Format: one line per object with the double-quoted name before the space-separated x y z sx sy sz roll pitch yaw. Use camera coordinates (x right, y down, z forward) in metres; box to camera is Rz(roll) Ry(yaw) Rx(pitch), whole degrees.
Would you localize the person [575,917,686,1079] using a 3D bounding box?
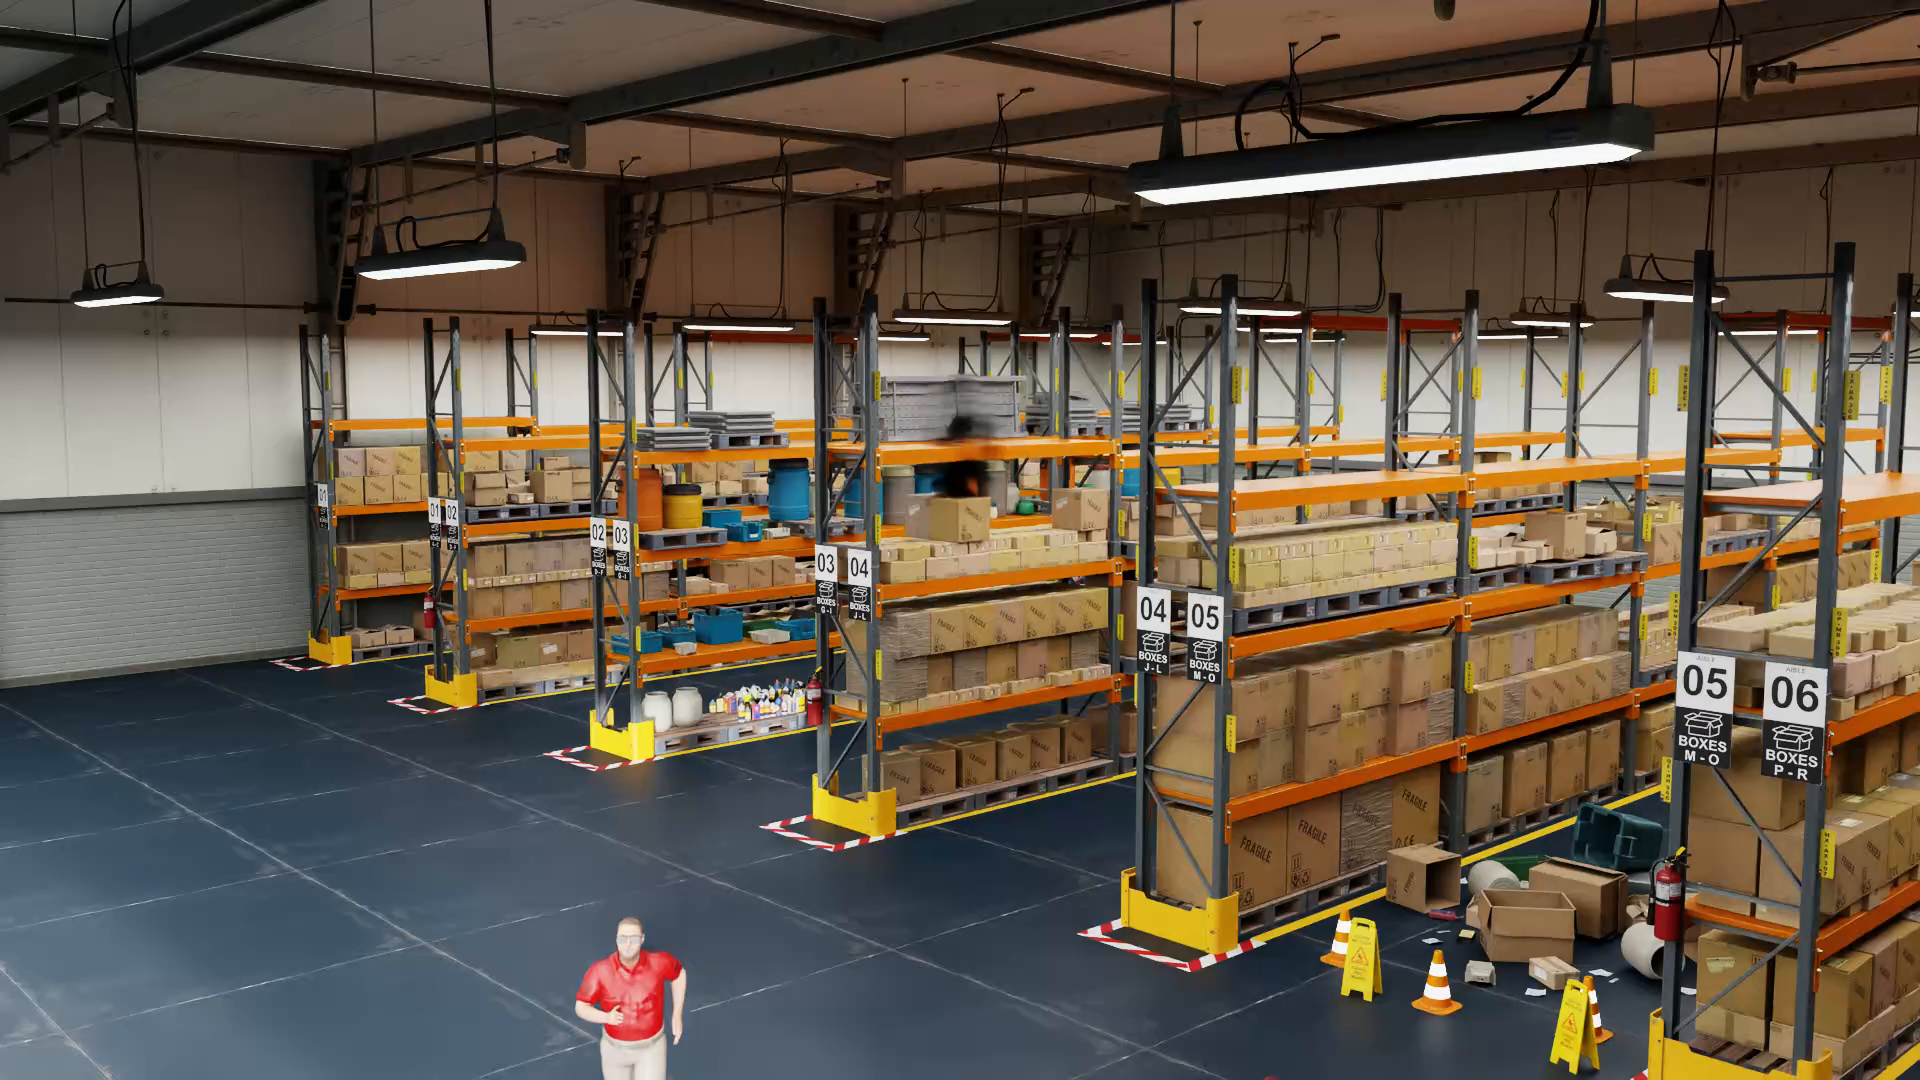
"person" -2.073 3.246 10.505 0.664 1.792 0.847 -1 6 -6
